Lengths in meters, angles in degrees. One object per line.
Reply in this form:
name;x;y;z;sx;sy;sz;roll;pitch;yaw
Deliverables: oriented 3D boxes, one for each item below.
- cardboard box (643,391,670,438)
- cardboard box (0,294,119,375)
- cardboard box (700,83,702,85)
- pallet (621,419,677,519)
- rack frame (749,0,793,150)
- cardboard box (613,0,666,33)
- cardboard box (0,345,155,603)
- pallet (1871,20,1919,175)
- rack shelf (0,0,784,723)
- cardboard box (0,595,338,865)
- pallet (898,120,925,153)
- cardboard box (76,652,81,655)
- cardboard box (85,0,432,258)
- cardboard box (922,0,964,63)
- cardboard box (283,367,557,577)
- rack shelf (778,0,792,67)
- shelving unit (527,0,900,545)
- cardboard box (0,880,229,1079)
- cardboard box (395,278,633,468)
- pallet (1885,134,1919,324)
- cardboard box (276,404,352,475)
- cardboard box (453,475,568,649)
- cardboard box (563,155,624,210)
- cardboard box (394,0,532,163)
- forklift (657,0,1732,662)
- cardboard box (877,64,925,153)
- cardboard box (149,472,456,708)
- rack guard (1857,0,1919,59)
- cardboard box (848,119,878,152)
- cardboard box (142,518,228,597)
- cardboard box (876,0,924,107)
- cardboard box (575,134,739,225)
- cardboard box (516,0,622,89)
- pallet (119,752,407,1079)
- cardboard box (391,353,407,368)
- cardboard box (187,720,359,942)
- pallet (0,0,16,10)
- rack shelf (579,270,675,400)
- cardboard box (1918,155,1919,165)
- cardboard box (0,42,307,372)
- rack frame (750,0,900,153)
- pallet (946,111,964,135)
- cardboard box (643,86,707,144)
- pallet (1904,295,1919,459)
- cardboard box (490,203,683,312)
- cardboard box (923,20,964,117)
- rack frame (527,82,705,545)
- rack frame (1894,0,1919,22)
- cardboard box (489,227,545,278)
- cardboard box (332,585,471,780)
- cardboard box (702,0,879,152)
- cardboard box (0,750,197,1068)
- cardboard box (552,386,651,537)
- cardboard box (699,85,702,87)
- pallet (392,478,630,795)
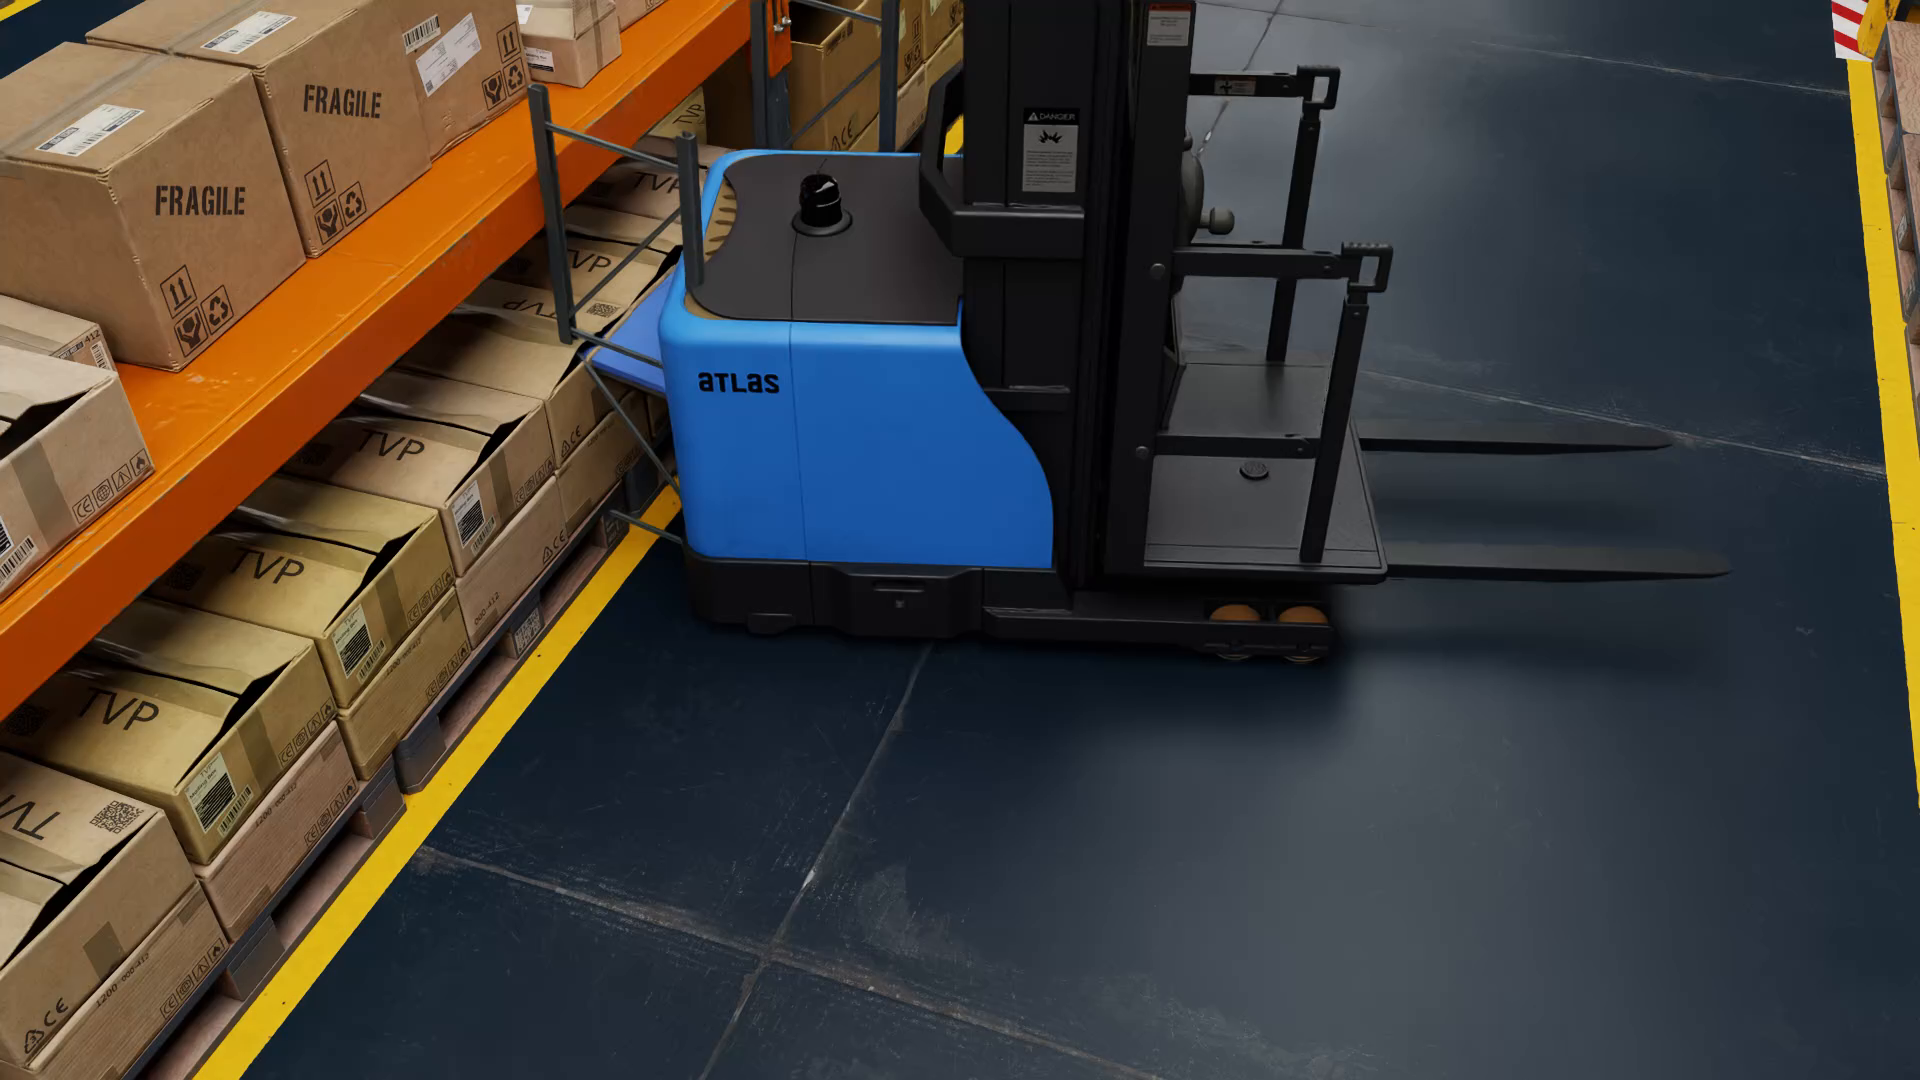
cardboard box;-1.128;-0.621;5.461;0.500;0.250;0.500;13;42;14
cardboard box;-2.068;-0.387;3.587;0.380;0.149;0.250;16;43;18
cardboard box;-0.948;-2.165;6.694;0.500;0.500;0.500;13;42;15
pallet;-1.299;-0.613;5.806;1.003;0.211;1.213;13;42;15
rack frame;-1.084;-2.132;5.438;1.000;3.000;0.127;13;42;15
cardboard box;-1.211;-1.765;5.124;0.500;0.250;0.500;16;43;18
cardboard box;-1.964;-0.161;3.197;0.500;0.311;0.500;13;42;15
pallet;4.604;-1.880;7.291;1.003;0.211;1.213;13;42;15
rack shelf;-1.767;-0.639;4.242;1.077;0.370;4.000;13;42;15
cardboard box;-1.825;0.404;3.829;0.500;0.311;0.500;12;42;14
pallet;-0.772;-1.547;6.901;1.003;0.211;1.213;13;42;15
cardboard box;-2.332;0.288;3.965;0.500;0.311;0.500;13;42;14
cardboard box;-1.713;-1.079;4.126;0.500;0.500;0.500;13;42;15
cardboard box;-0.289;-2.355;6.916;0.500;0.500;0.500;13;42;15
cardboard box;-1.473;-0.220;4.560;0.500;0.311;0.500;13;42;15
rack shelf;-0.400;-3.078;7.101;1.077;0.370;4.000;13;42;15
shelving unit;-0.677;-0.807;4.999;0.538;1.500;1.048;22;45;18
cardboard box;-1.996;0.939;3.633;0.500;0.250;0.500;13;42;15
cardboard box;-1.298;-0.526;4.919;0.500;0.311;0.500;13;42;15
pallet;4.185;-1.138;6.422;1.003;0.211;1.213;13;42;15
cardboard box;-1.983;-0.325;4.682;0.500;0.311;0.500;14;43;16
cardboard box;-1.477;0.002;4.732;0.500;0.250;0.500;14;42;16
cardboard box;-1.459;-1.263;5.782;0.500;0.311;0.500;13;42;15
cardboard box;-1.542;-1.384;4.484;0.500;0.500;0.500;16;43;18
forklift;0.734;-1.116;4.300;3.031;2.935;1.130;2;40;2
cardboard box;-0.464;-1.765;6.803;0.500;0.250;0.500;13;42;15
cardboard box;-1.648;0.093;4.193;0.500;0.311;0.500;12;42;14
rack guard;4.915;-2.478;7.769;1.175;0.500;0.348;13;42;15
cardboard box;-0.640;-1.462;6.447;0.500;0.250;0.500;13;42;15
cardboard box;-2.157;-0.020;4.325;0.500;0.311;0.500;13;42;15
cardboard box;-0.467;-2.051;6.561;0.500;0.500;0.500;13;42;15
cardboard box;-0.953;-1.149;5.648;0.500;0.311;0.500;13;42;15
cardboard box;-1.212;-1.504;4.805;0.396;0.266;0.258;12;42;14
pallet;-2.133;0.875;4.062;1.003;0.211;1.213;13;42;15
cardboard box;-1.811;-0.643;5.055;0.500;0.311;0.500;12;42;14
cardboard box;-1.825;0.633;3.992;0.500;0.250;0.500;12;42;14
pallet;-5.468;-2.574;8.104;1.003;0.211;1.213;13;42;15
rack shelf;-0.686;-0.673;5.119;0.538;0.185;1.000;22;45;18
cardboard box;4.127;-1.505;6.290;0.700;0.500;0.500;11;42;12
cardboard box;-1.893;-0.758;3.750;0.500;0.500;0.500;11;42;13
rack frame;-0.439;-1.097;5.342;0.500;1.500;0.032;22;45;18
pallet;-0.357;-2.294;7.776;1.003;0.211;1.213;13;42;15
cardboard box;-1.130;-1.577;6.583;0.500;0.250;0.500;13;42;15
pallet;3.769;-0.392;5.547;1.003;0.211;1.213;13;42;15
cardboard box;-1.125;-0.830;5.275;0.500;0.311;0.500;14;43;16
cardboard box;-0.288;-2.069;7.159;0.500;0.250;0.500;13;42;15
rack frame;-0.914;-0.516;4.656;0.500;1.500;0.032;22;45;18
rack frame;4.941;-3.475;7.012;1.000;3.000;0.127;13;42;15
cardboard box;-1.635;-0.958;5.425;0.500;0.311;0.500;13;42;15
cardboard box;-1.653;0.314;4.366;0.500;0.250;0.500;12;42;14
cardboard box;-0.631;-1.745;6.201;0.500;0.500;0.500;13;42;15
cardboard box;-1.996;0.726;3.451;0.500;0.311;0.500;15;43;17
cardboard box;-1.302;-0.309;5.095;0.500;0.250;0.500;14;42;16
cardboard box;-0.950;-1.880;6.938;0.500;0.250;0.500;13;42;15
pallet;-1.714;0.133;4.931;1.003;0.211;1.213;13;42;15
